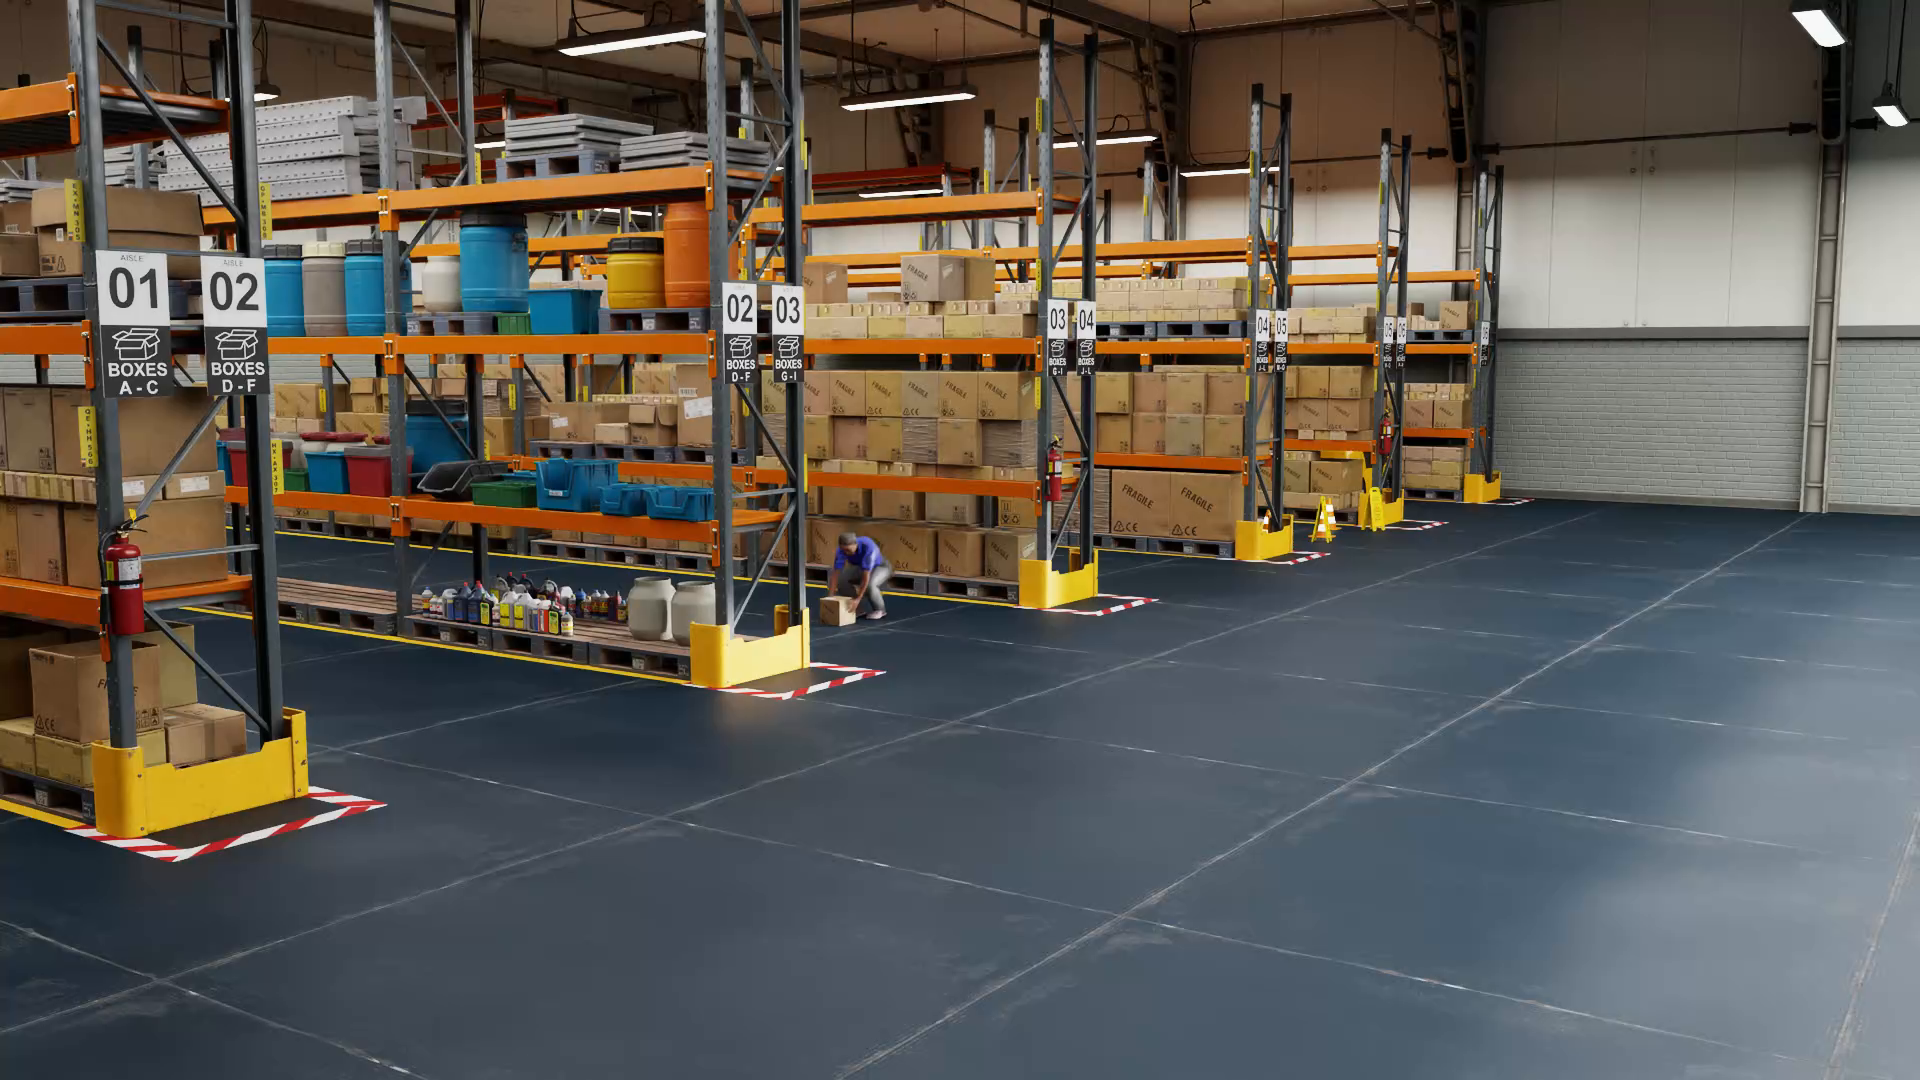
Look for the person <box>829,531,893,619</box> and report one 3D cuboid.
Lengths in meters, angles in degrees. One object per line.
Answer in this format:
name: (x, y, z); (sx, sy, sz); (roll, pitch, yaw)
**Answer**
person: (-0.988, 0.342, 16.638); (0.476, 0.911, 0.805); (4, 8, 33)
